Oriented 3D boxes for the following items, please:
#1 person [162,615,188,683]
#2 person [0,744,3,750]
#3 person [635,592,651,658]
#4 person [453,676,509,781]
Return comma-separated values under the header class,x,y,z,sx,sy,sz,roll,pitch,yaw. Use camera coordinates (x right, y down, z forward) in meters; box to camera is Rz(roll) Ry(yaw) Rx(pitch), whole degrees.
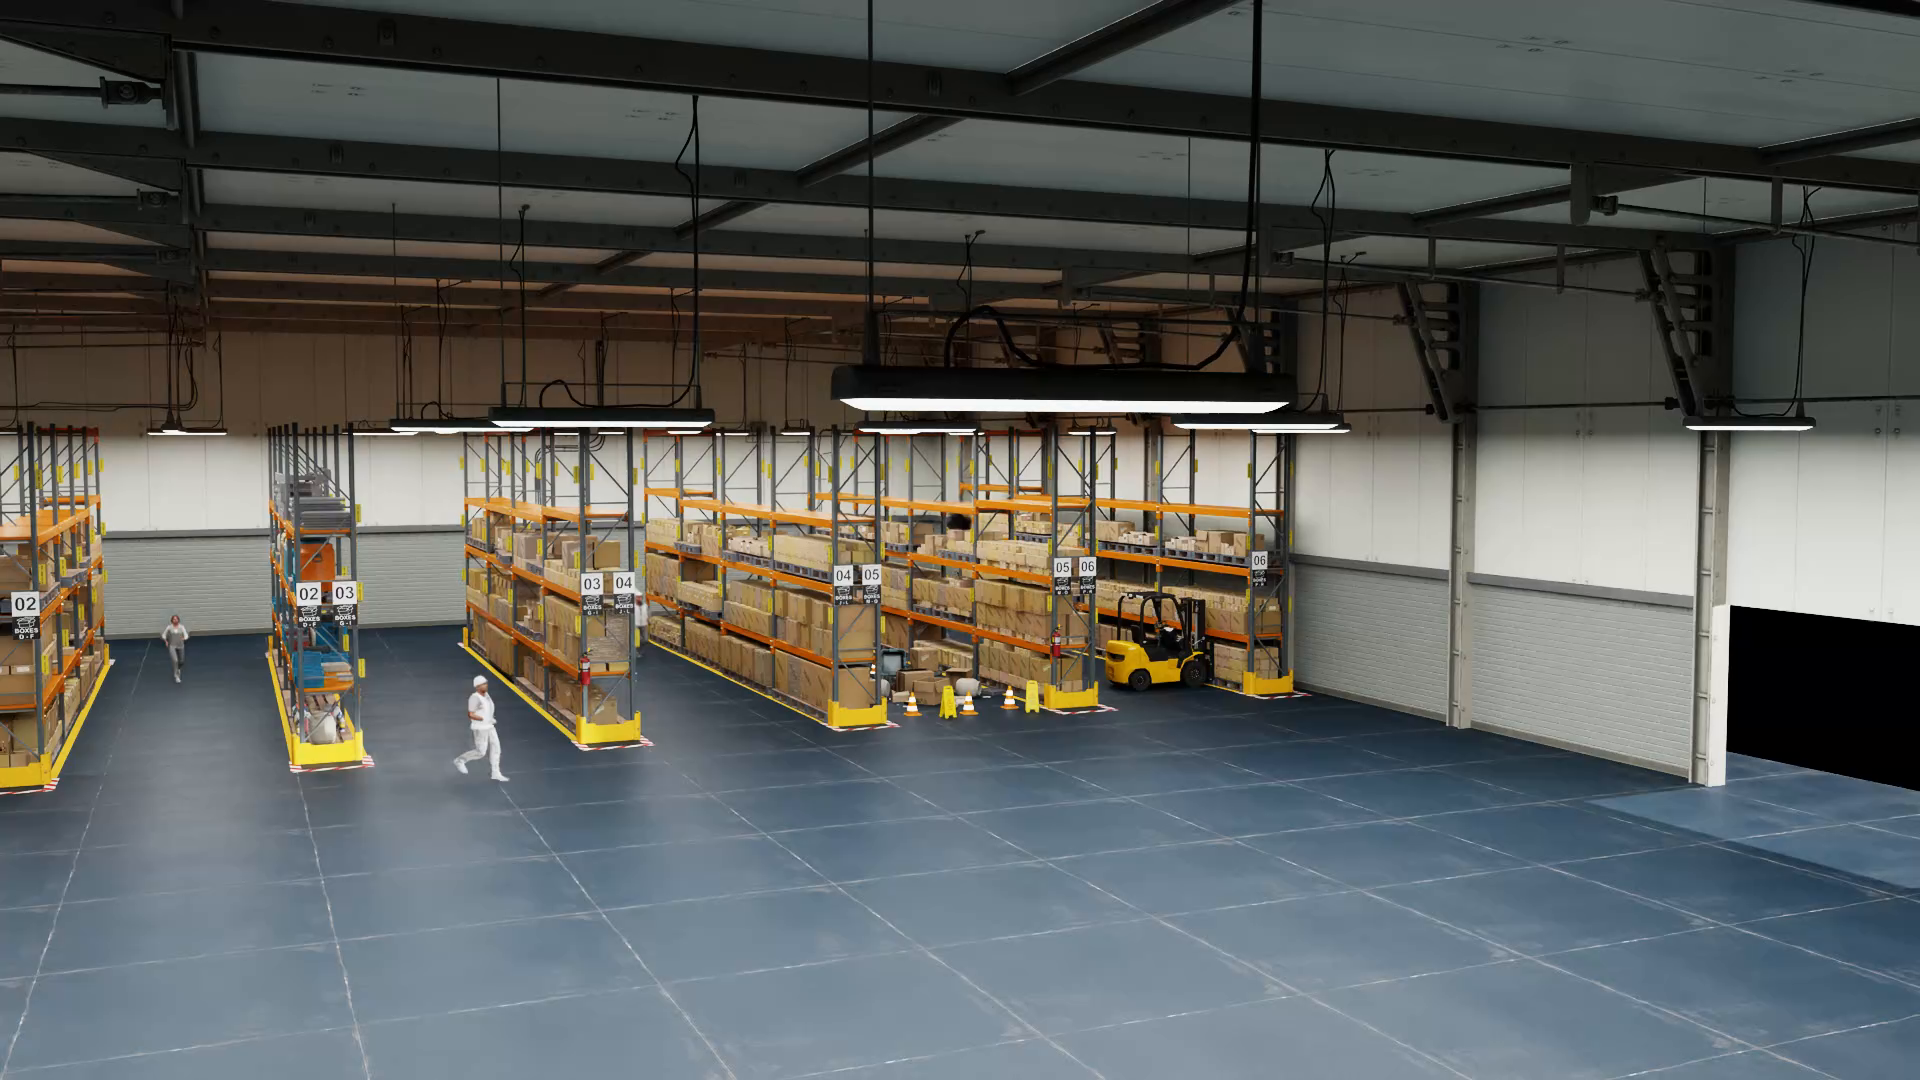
class,x,y,z,sx,sy,sz,roll,pitch,yaw
person,-18.463,2.553,39.147,0.548,1.548,0.794,-2,4,-34
person,-15.373,3.331,26.120,0.578,1.642,0.665,1,4,17
person,-8.357,2.213,43.355,0.656,1.722,0.606,-2,4,-25
person,-7.991,3.151,27.764,0.939,1.777,0.693,1,4,9
